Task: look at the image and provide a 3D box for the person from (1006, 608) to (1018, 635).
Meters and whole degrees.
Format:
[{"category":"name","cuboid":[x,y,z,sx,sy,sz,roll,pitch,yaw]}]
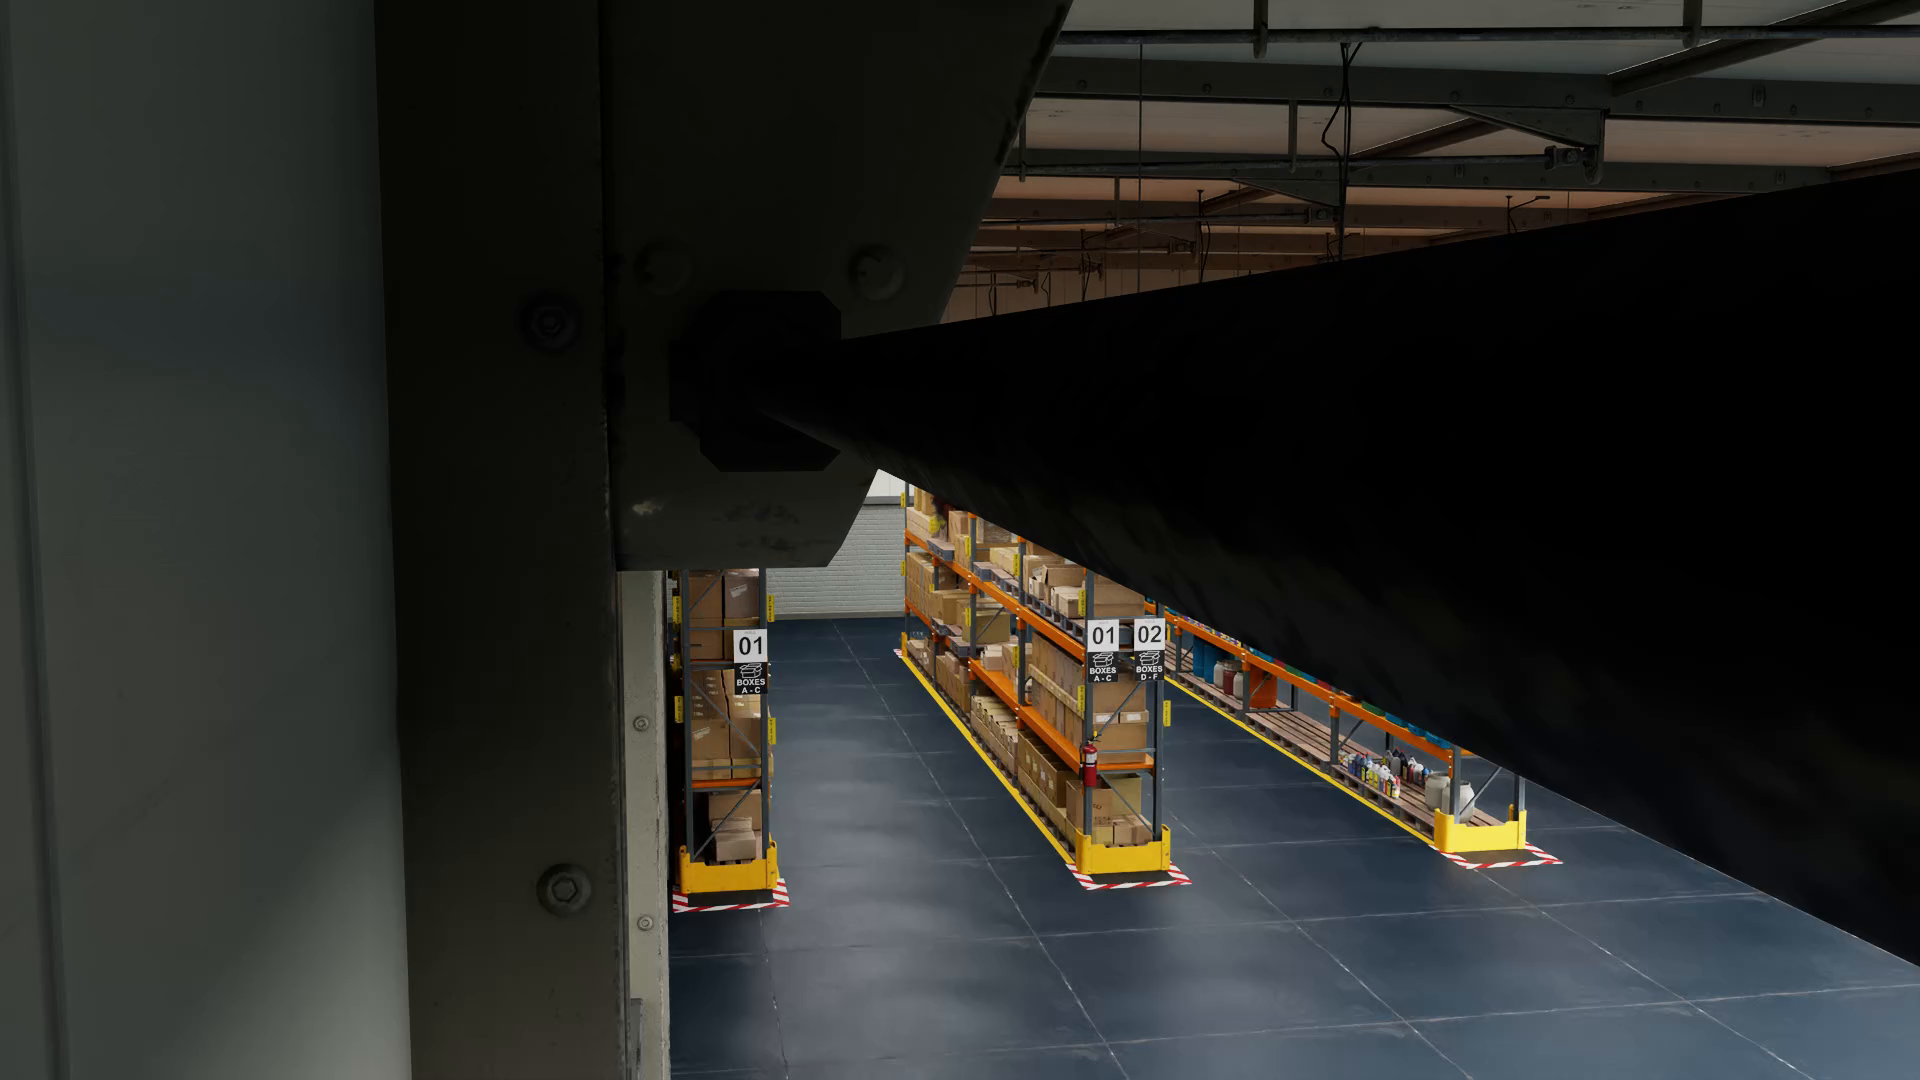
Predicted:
[{"category":"person","cuboid":[1.037,1.699,36.992,0.677,1.604,0.588,4,7,35]}]
